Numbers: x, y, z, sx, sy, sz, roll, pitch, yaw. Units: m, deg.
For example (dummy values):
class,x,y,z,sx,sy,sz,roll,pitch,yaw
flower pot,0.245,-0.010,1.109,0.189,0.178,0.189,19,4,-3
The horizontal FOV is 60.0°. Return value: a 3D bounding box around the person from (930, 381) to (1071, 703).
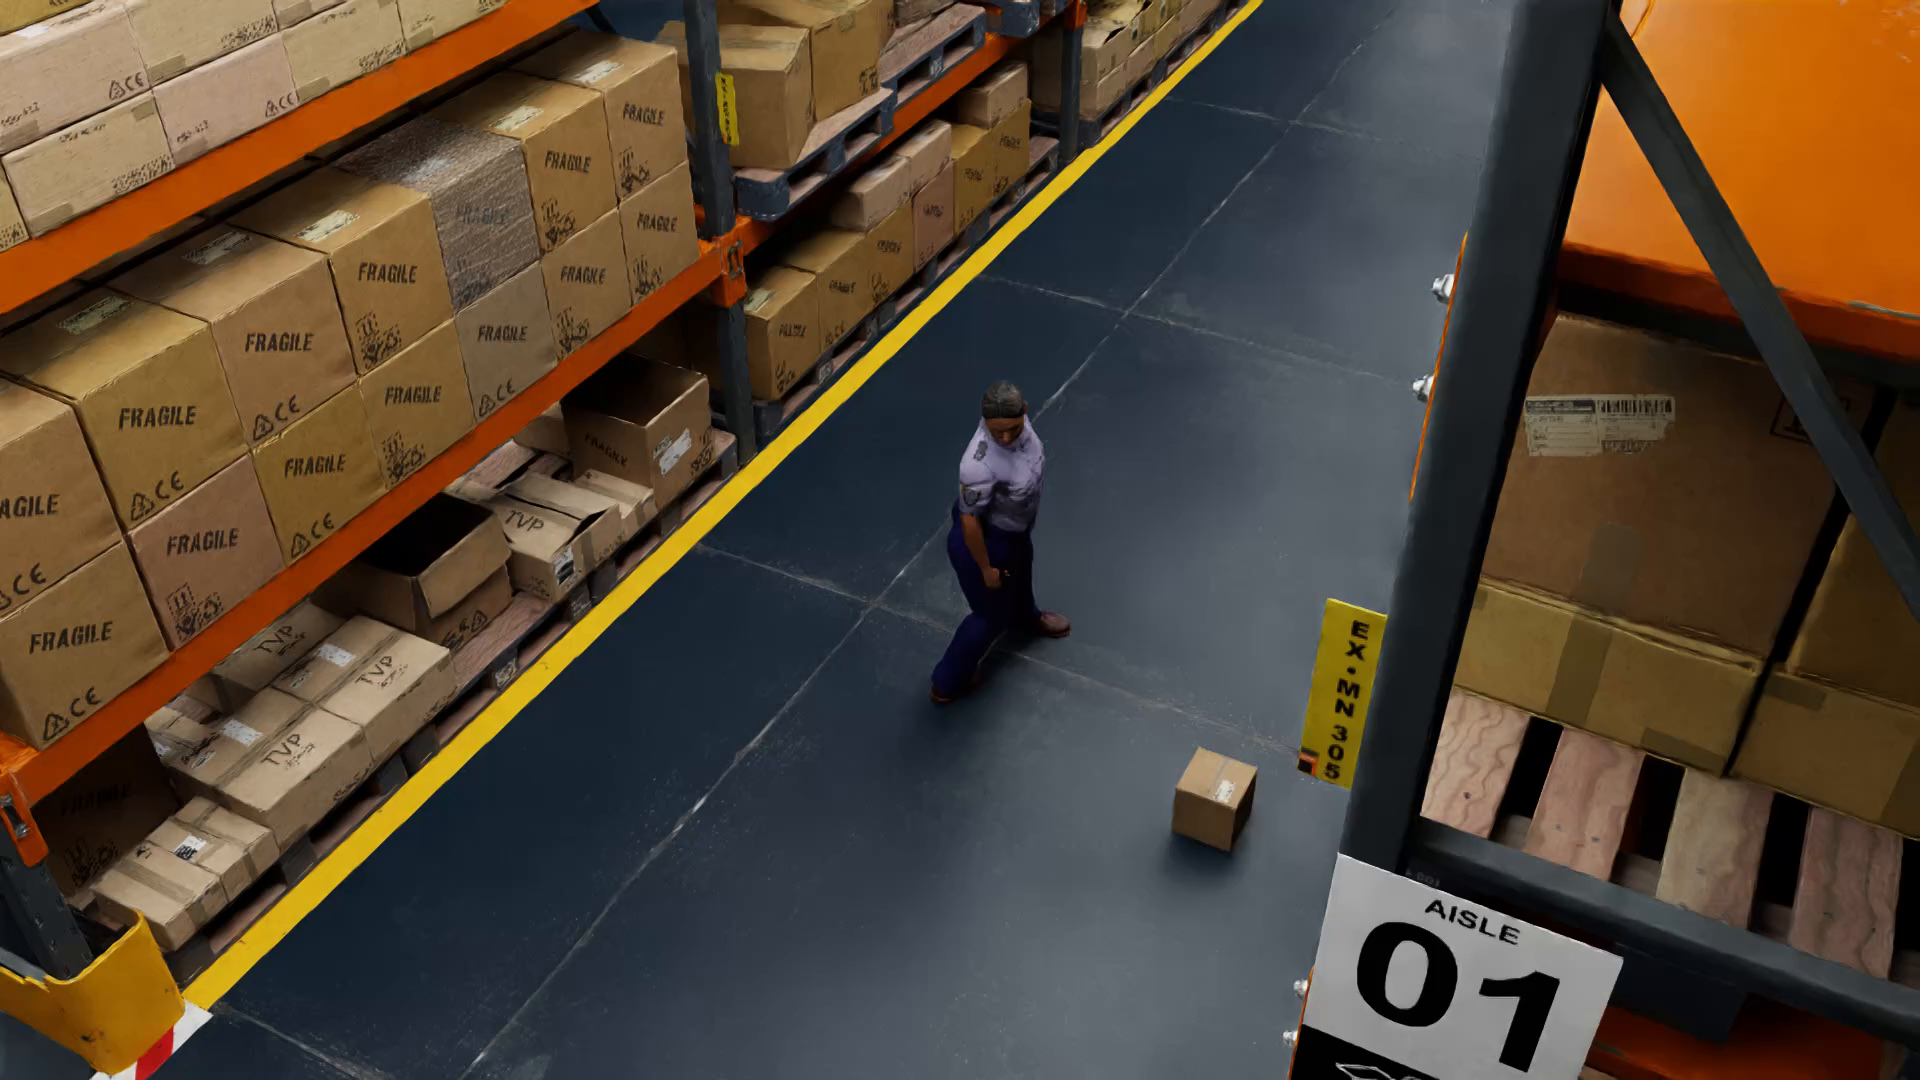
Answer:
class,x,y,z,sx,sy,sz,roll,pitch,yaw
person,0.186,-0.062,6.883,0.586,1.615,0.655,4,38,5
